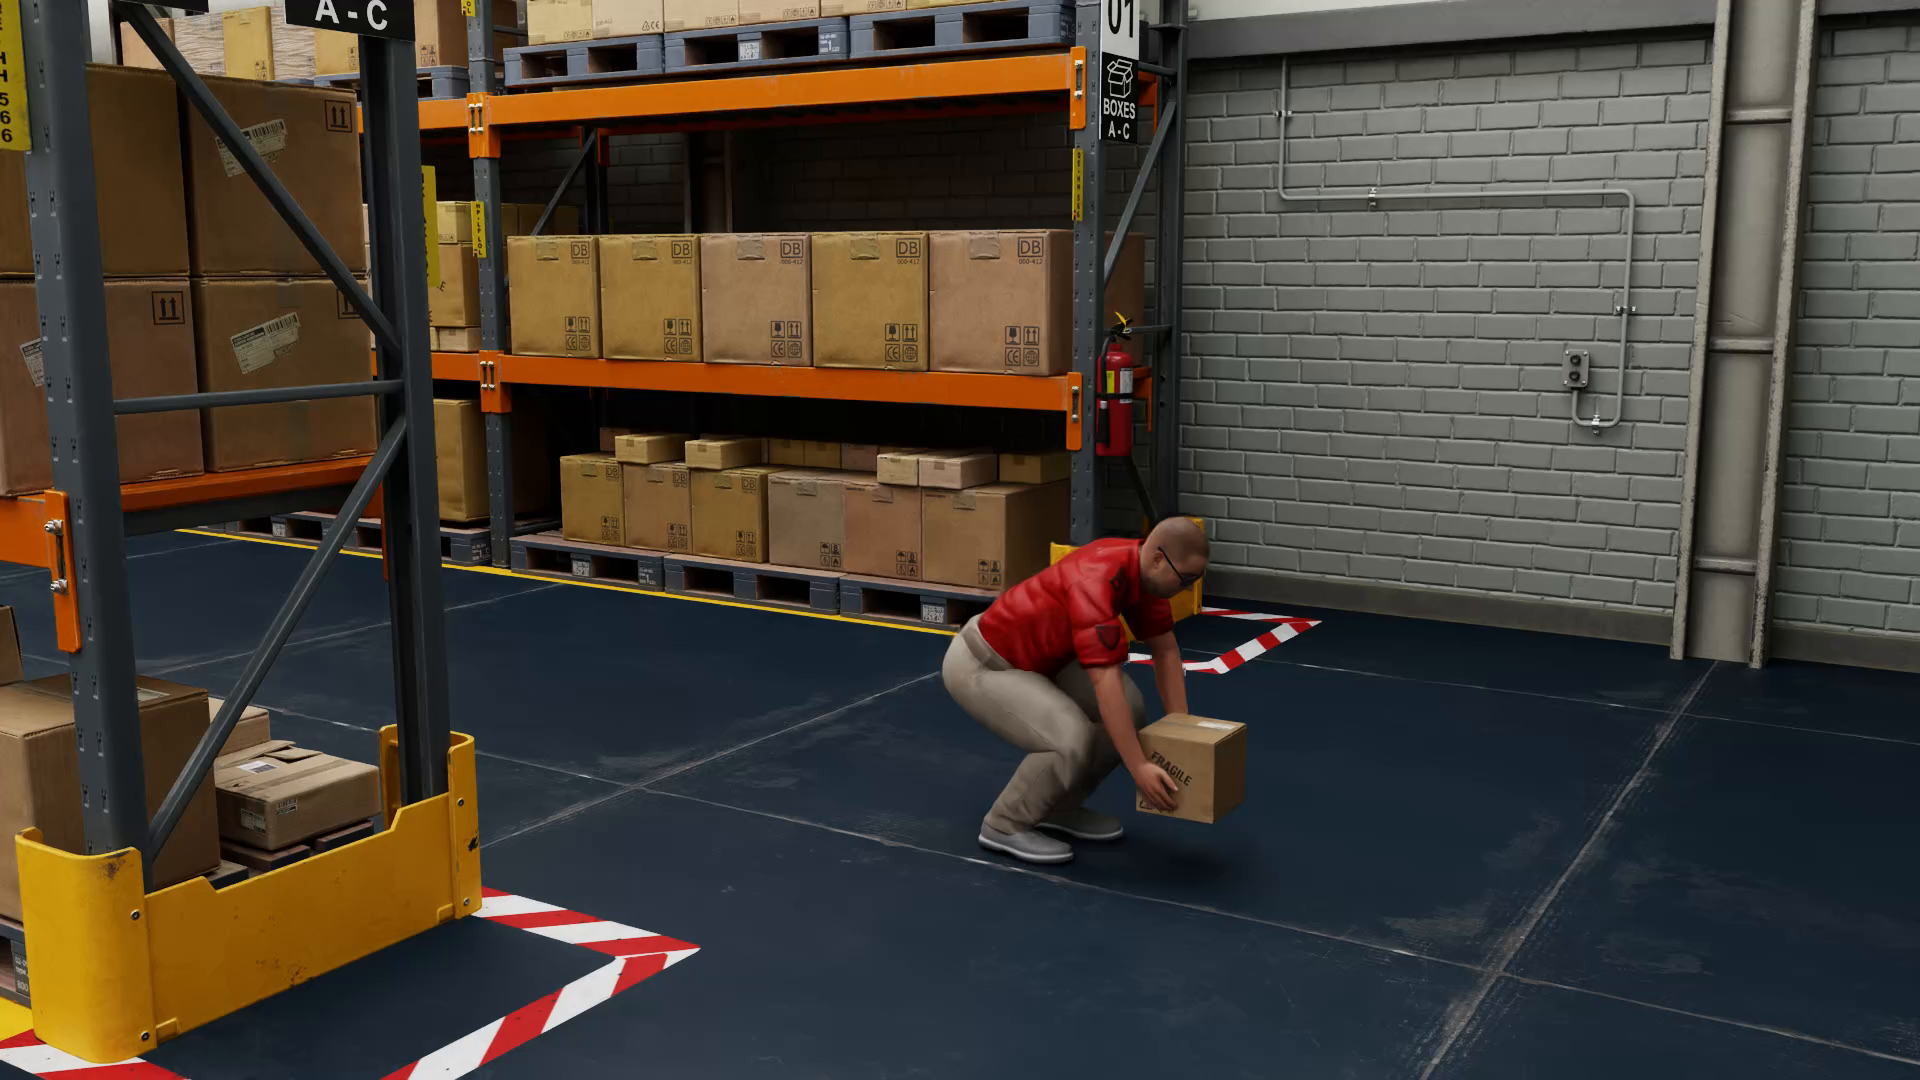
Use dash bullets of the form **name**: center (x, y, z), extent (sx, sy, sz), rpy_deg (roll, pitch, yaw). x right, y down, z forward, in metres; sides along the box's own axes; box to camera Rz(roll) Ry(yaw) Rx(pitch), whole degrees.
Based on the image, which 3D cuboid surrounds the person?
- **person**: center (0.384, 0.442, 5.245), extent (0.845, 1.085, 0.573), rpy_deg (6, 11, 31)
